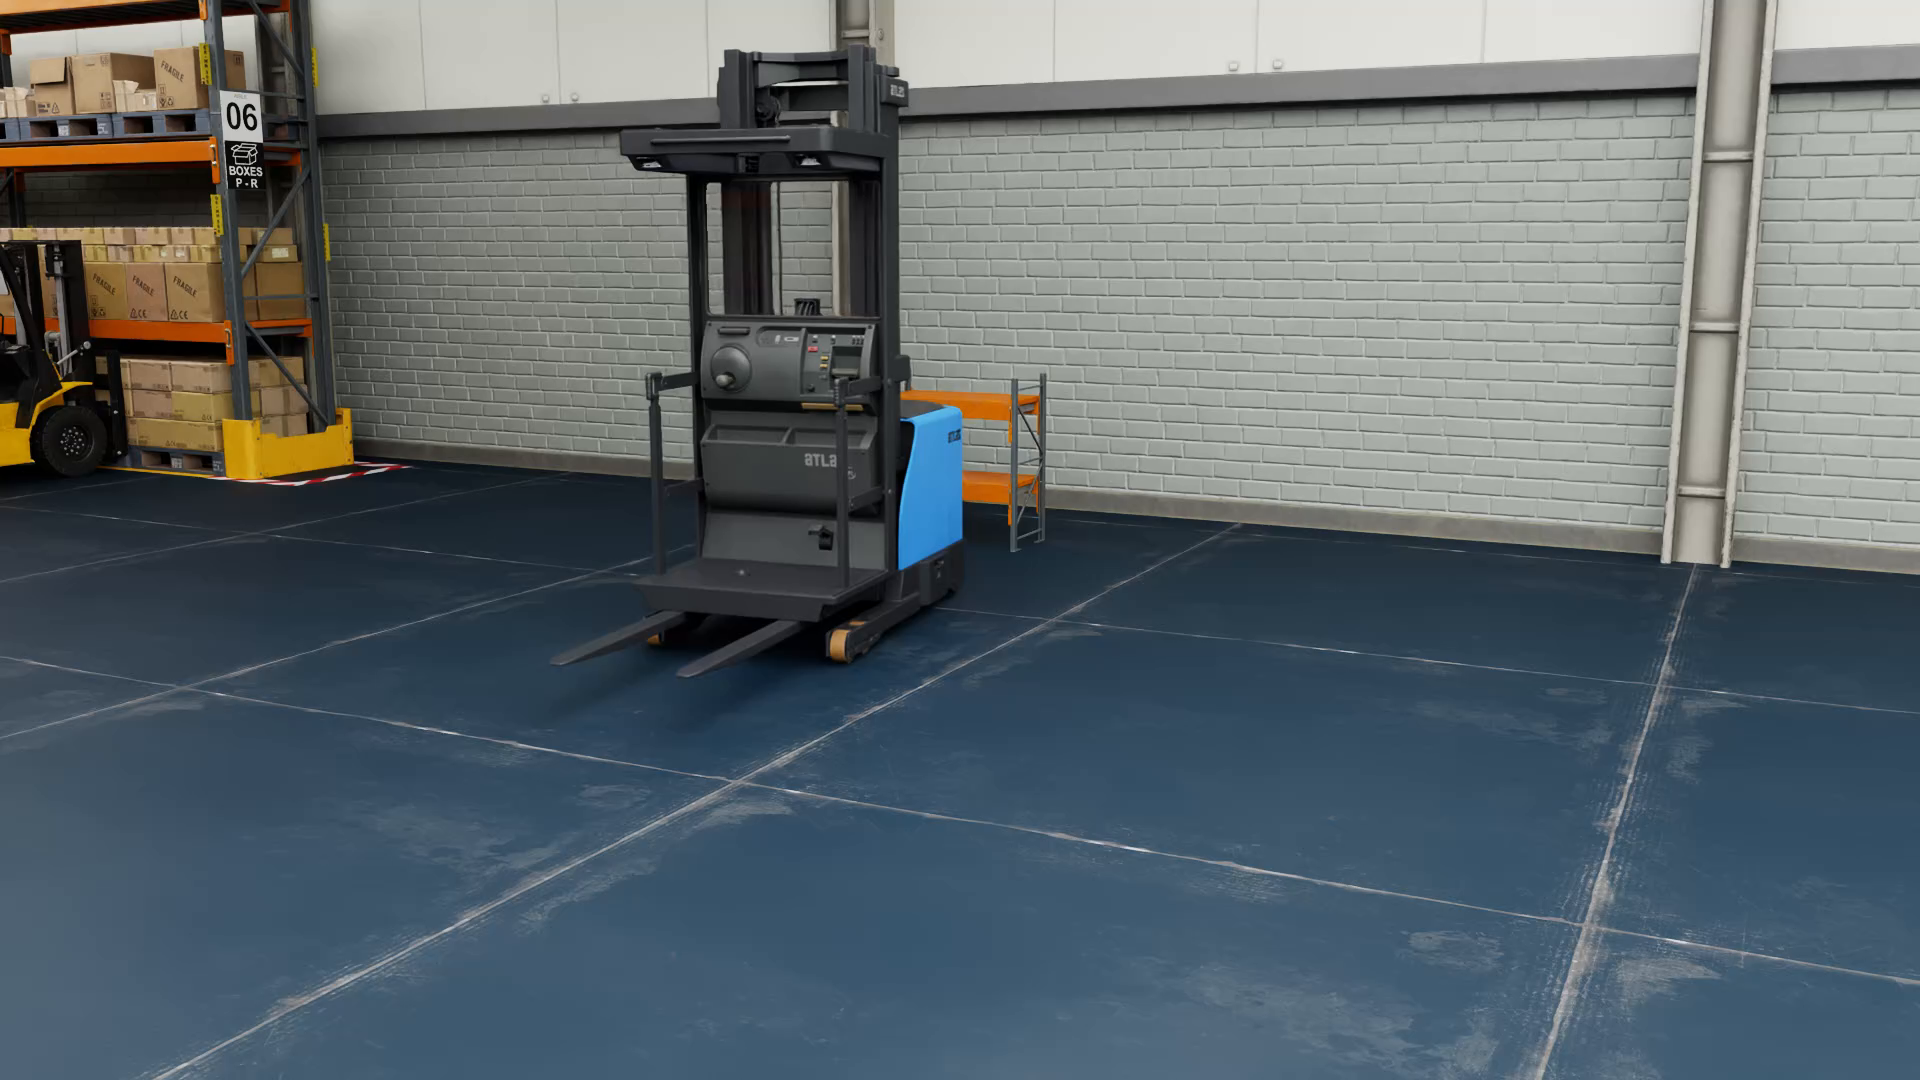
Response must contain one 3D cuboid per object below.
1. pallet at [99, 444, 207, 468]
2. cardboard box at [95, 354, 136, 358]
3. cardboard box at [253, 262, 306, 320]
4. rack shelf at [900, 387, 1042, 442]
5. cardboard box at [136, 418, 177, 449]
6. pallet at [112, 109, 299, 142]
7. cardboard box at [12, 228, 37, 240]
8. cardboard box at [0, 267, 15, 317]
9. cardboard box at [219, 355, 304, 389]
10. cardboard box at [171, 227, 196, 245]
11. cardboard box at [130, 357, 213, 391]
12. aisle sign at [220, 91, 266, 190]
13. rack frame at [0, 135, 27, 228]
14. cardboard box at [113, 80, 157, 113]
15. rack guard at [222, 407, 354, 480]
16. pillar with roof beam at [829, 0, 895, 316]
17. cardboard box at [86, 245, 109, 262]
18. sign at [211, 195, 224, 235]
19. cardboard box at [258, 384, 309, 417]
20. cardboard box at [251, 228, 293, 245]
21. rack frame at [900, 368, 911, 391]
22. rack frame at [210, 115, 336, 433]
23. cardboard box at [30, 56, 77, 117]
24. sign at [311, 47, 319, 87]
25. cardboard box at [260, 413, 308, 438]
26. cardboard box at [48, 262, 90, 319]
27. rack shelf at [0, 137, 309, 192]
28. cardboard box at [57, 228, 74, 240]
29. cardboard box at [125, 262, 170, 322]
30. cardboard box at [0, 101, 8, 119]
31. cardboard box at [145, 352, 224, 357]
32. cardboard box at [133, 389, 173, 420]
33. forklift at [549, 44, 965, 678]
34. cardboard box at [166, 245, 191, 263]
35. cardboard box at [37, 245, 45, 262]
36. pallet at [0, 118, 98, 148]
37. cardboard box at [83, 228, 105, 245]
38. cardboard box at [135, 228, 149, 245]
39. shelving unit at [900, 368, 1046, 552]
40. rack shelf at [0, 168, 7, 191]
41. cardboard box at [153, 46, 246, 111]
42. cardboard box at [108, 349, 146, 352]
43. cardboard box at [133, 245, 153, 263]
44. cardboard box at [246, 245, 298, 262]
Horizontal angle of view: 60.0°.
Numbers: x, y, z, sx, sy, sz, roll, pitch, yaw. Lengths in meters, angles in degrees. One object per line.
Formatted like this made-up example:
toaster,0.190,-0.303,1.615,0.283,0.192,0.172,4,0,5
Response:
pallet,-7.684,-0.867,15.430,1.213,0.211,1.003,5,11,26
cardboard box,-7.809,-1.540,15.053,0.500,0.250,0.500,5,11,25
cardboard box,-6.211,-2.222,14.805,0.500,0.500,0.500,5,12,28
rack shelf,-0.006,-0.842,11.081,1.000,0.278,0.538,5,11,26
cardboard box,-6.893,-0.971,14.712,0.500,0.250,0.500,5,11,26
pallet,-6.513,-3.582,14.425,1.213,0.211,1.003,5,11,26
cardboard box,-8.385,-2.769,15.172,0.250,0.149,0.380,5,11,25
cardboard box,-8.720,-2.339,15.450,0.500,0.500,0.500,5,12,27
cardboard box,-6.237,-1.503,14.848,0.500,0.250,0.500,5,11,25
cardboard box,-6.539,-2.613,14.310,0.250,0.149,0.380,5,11,26
cardboard box,-6.901,-1.461,14.614,0.500,0.250,0.500,5,12,27
aisle sign,-5.961,-3.317,13.834,0.004,0.787,0.394,5,11,26
rack frame,-9.477,-2.405,16.095,0.127,3.000,1.000,5,11,26
cardboard box,-6.995,-3.792,14.255,0.258,0.266,0.396,5,11,26
rack guard,-5.868,-0.858,14.566,0.348,0.500,1.175,5,11,26
pillar with roof beam,-2.640,-4.080,8.506,0.400,9.000,9.100,5,11,26
cardboard box,-7.486,-2.538,14.728,0.250,0.149,0.380,5,11,26
sign,-6.142,-2.690,13.757,0.005,0.325,0.100,5,11,26
cardboard box,-6.220,-1.259,14.904,0.500,0.250,0.500,5,12,27
cardboard box,-6.097,-2.665,14.595,0.250,0.149,0.380,5,11,25
rack frame,-0.462,-0.594,11.354,0.032,1.125,0.500,5,11,26
rack frame,-5.890,-2.090,14.354,0.127,3.000,1.000,5,11,26
cardboard box,-7.777,-4.017,14.831,0.637,0.503,0.797,5,12,28
sign,-5.639,-4.123,14.489,0.005,0.325,0.100,5,11,26
cardboard box,-6.244,-1.013,14.947,0.500,0.250,0.500,5,11,26
cardboard box,-7.824,-2.256,14.993,0.500,0.500,0.500,5,11,26
rack shelf,-7.683,-3.369,15.021,4.000,0.370,1.077,5,11,26
cardboard box,-7.901,-2.741,15.018,0.250,0.149,0.380,5,11,26
cardboard box,-6.909,-2.178,14.561,0.500,0.500,0.500,5,12,28
cardboard box,-8.520,-3.869,15.006,0.250,0.149,0.380,5,12,28
cardboard box,-7.131,-1.583,15.290,0.500,0.250,0.500,5,11,25
cardboard box,-6.910,-1.219,14.680,0.500,0.250,0.500,5,11,25
forklift,-0.937,-0.933,8.153,1.130,2.935,3.031,4,11,19
cardboard box,-6.567,-2.456,14.276,0.250,0.149,0.380,5,12,27
cardboard box,-8.172,-2.601,15.075,0.250,0.149,0.380,5,11,24
pallet,-8.701,-3.774,15.487,1.213,0.211,1.003,5,11,26
cardboard box,-7.493,-2.684,14.698,0.250,0.149,0.380,5,12,27
cardboard box,-6.976,-2.661,14.574,0.250,0.149,0.380,5,11,26
shelving unit,-0.006,-0.554,11.133,1.048,1.125,0.538,5,11,26
rack shelf,-11.271,-3.684,16.763,4.000,0.370,1.077,5,11,26
cardboard box,-6.395,-3.867,14.009,0.500,0.500,0.500,5,12,28
cardboard box,-8.041,-1.663,15.731,0.500,0.250,0.500,5,11,26
cardboard box,-6.990,-2.508,14.561,0.250,0.149,0.380,5,11,25
cardboard box,-6.079,-2.526,14.663,0.250,0.149,0.380,5,11,24
